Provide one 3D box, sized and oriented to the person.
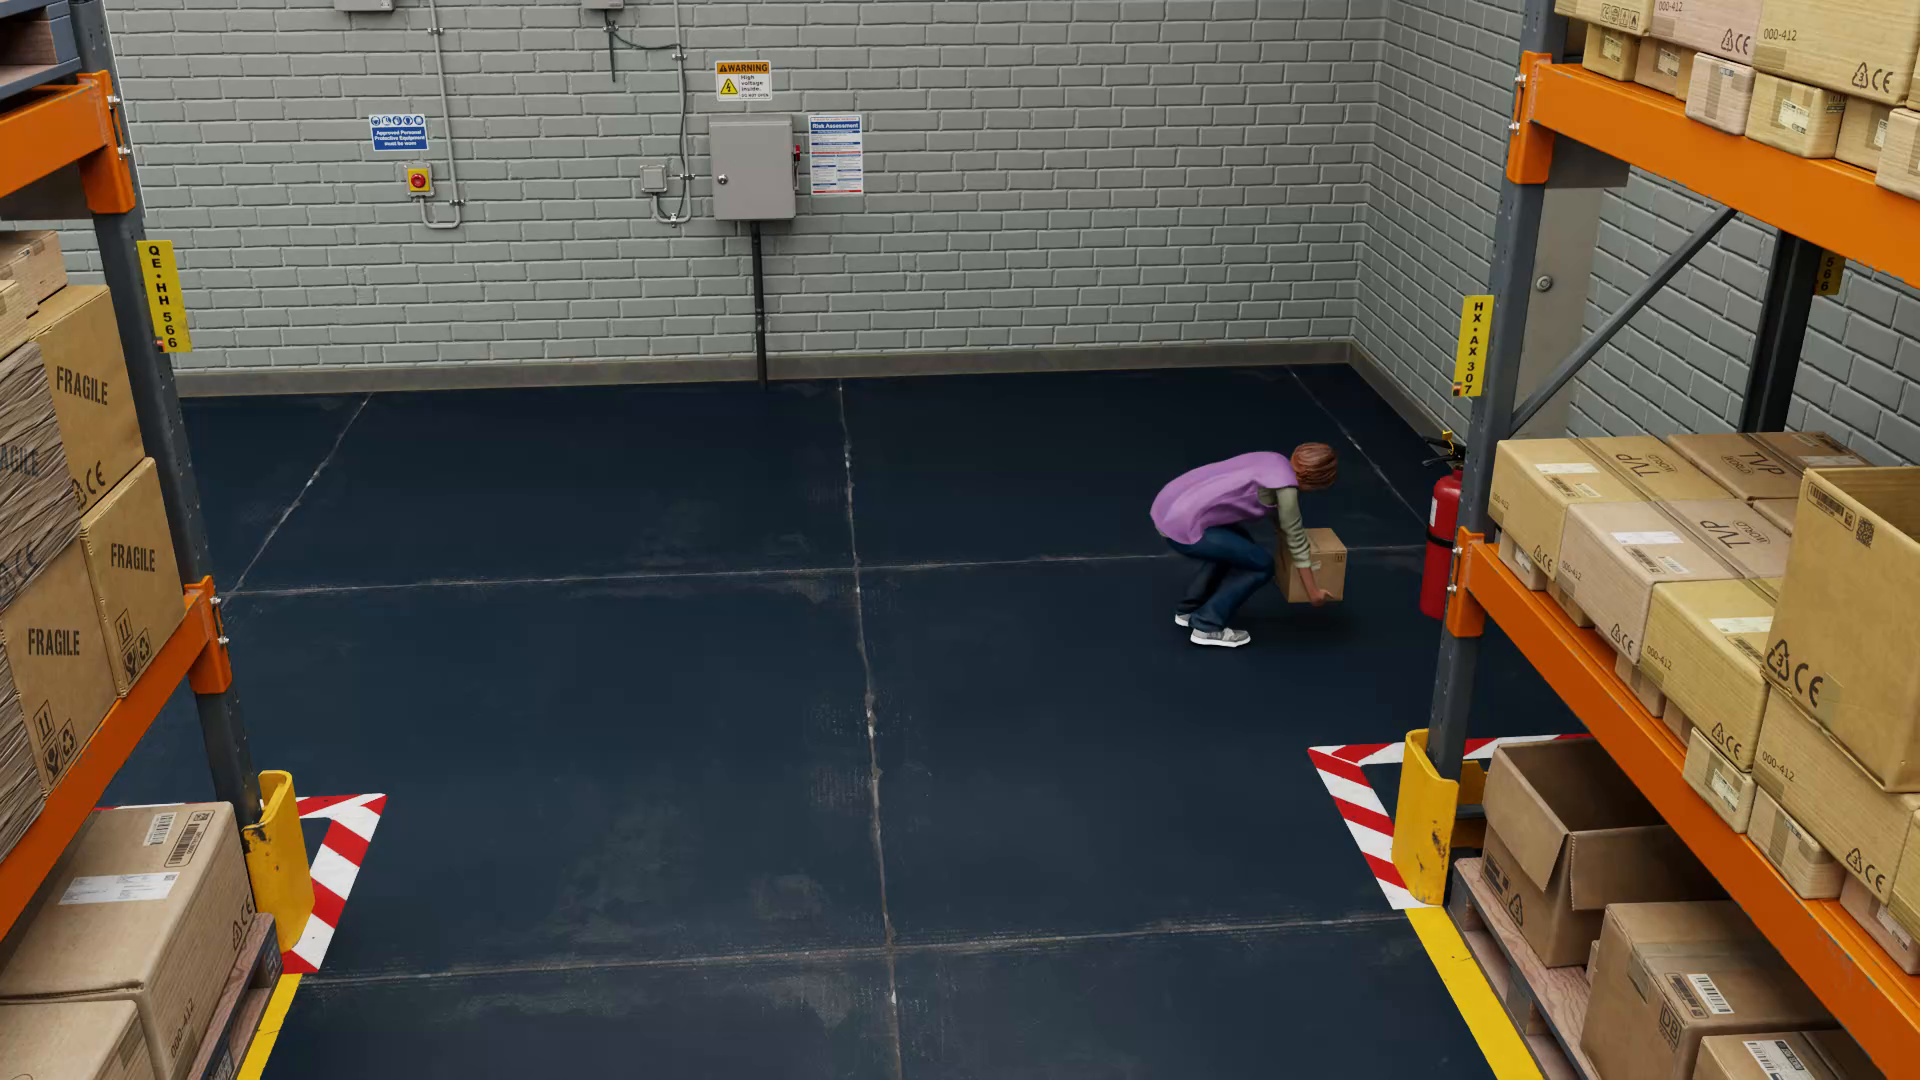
[{"bbox_3d":[1.260,0.013,7.444,0.843,0.899,0.427,-3,24,-7],"label":"person"}]
